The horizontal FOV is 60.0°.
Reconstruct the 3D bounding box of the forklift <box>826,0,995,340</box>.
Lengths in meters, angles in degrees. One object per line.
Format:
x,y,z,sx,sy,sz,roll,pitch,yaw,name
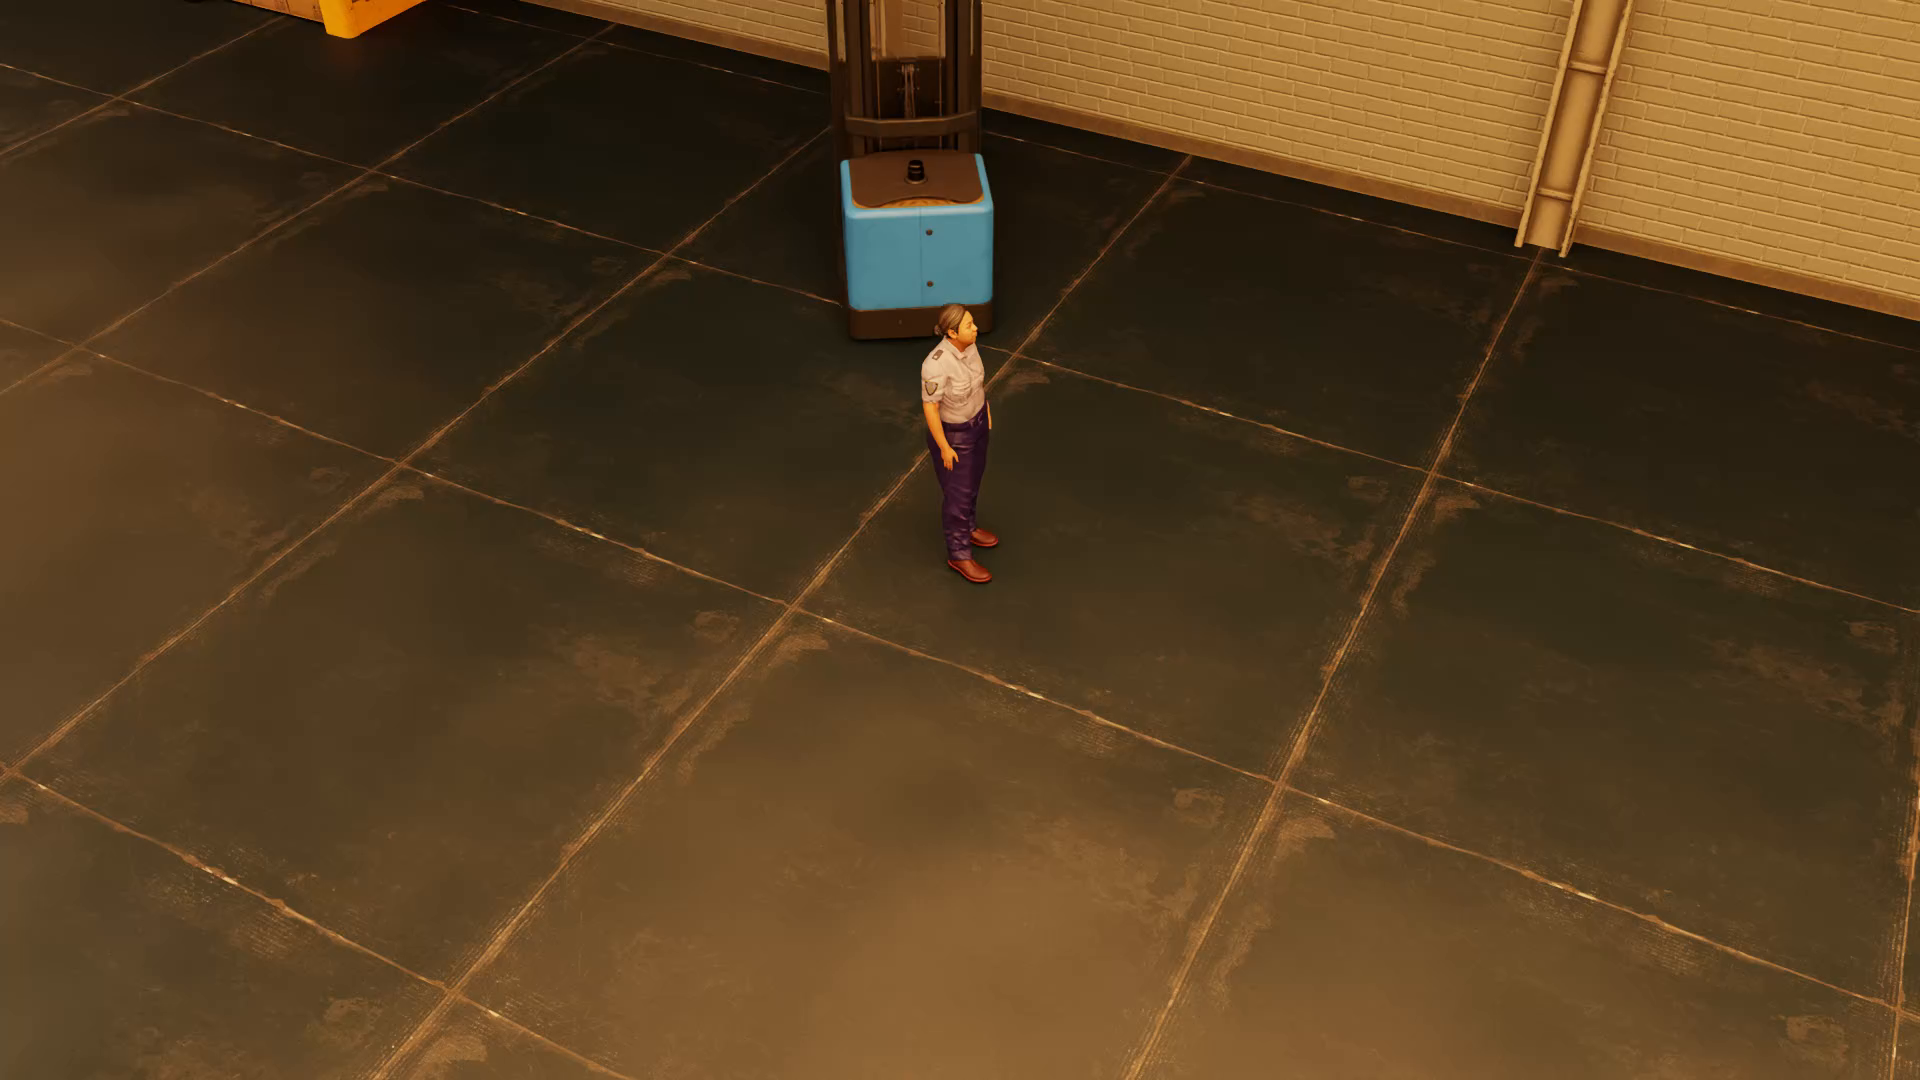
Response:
-0.414,-3.491,12.131,1.130,2.935,3.031,-4,40,-4,forklift

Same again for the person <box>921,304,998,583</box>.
0.069,-0.595,9.679,0.502,1.651,0.598,18,43,21,person
